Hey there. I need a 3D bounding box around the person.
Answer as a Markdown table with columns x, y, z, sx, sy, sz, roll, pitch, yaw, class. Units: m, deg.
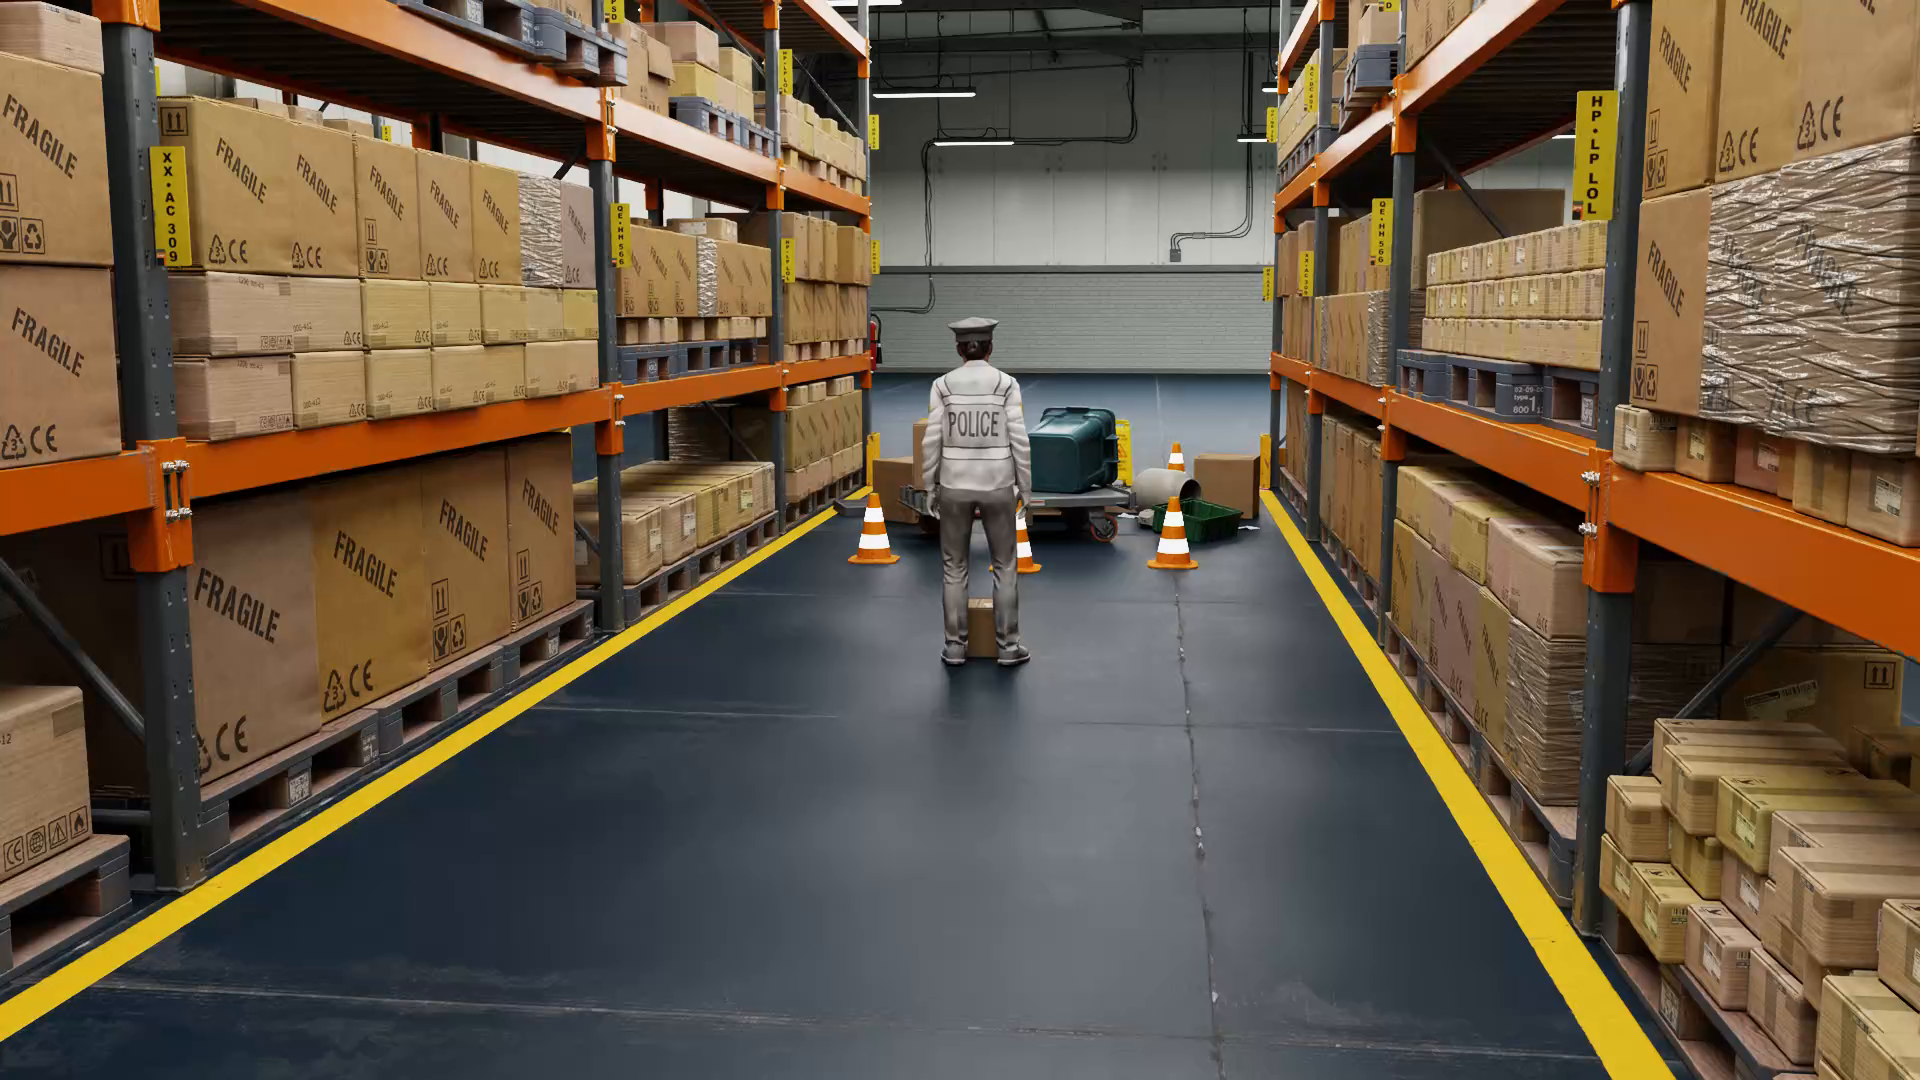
| x | y | z | sx | sy | sz | roll | pitch | yaw | class |
| --- | --- | --- | --- | --- | --- | --- | --- | --- | --- |
| 0.082 | -0.224 | 7.973 | 0.526 | 1.654 | 0.374 | 1 | 8 | 5 | person |
